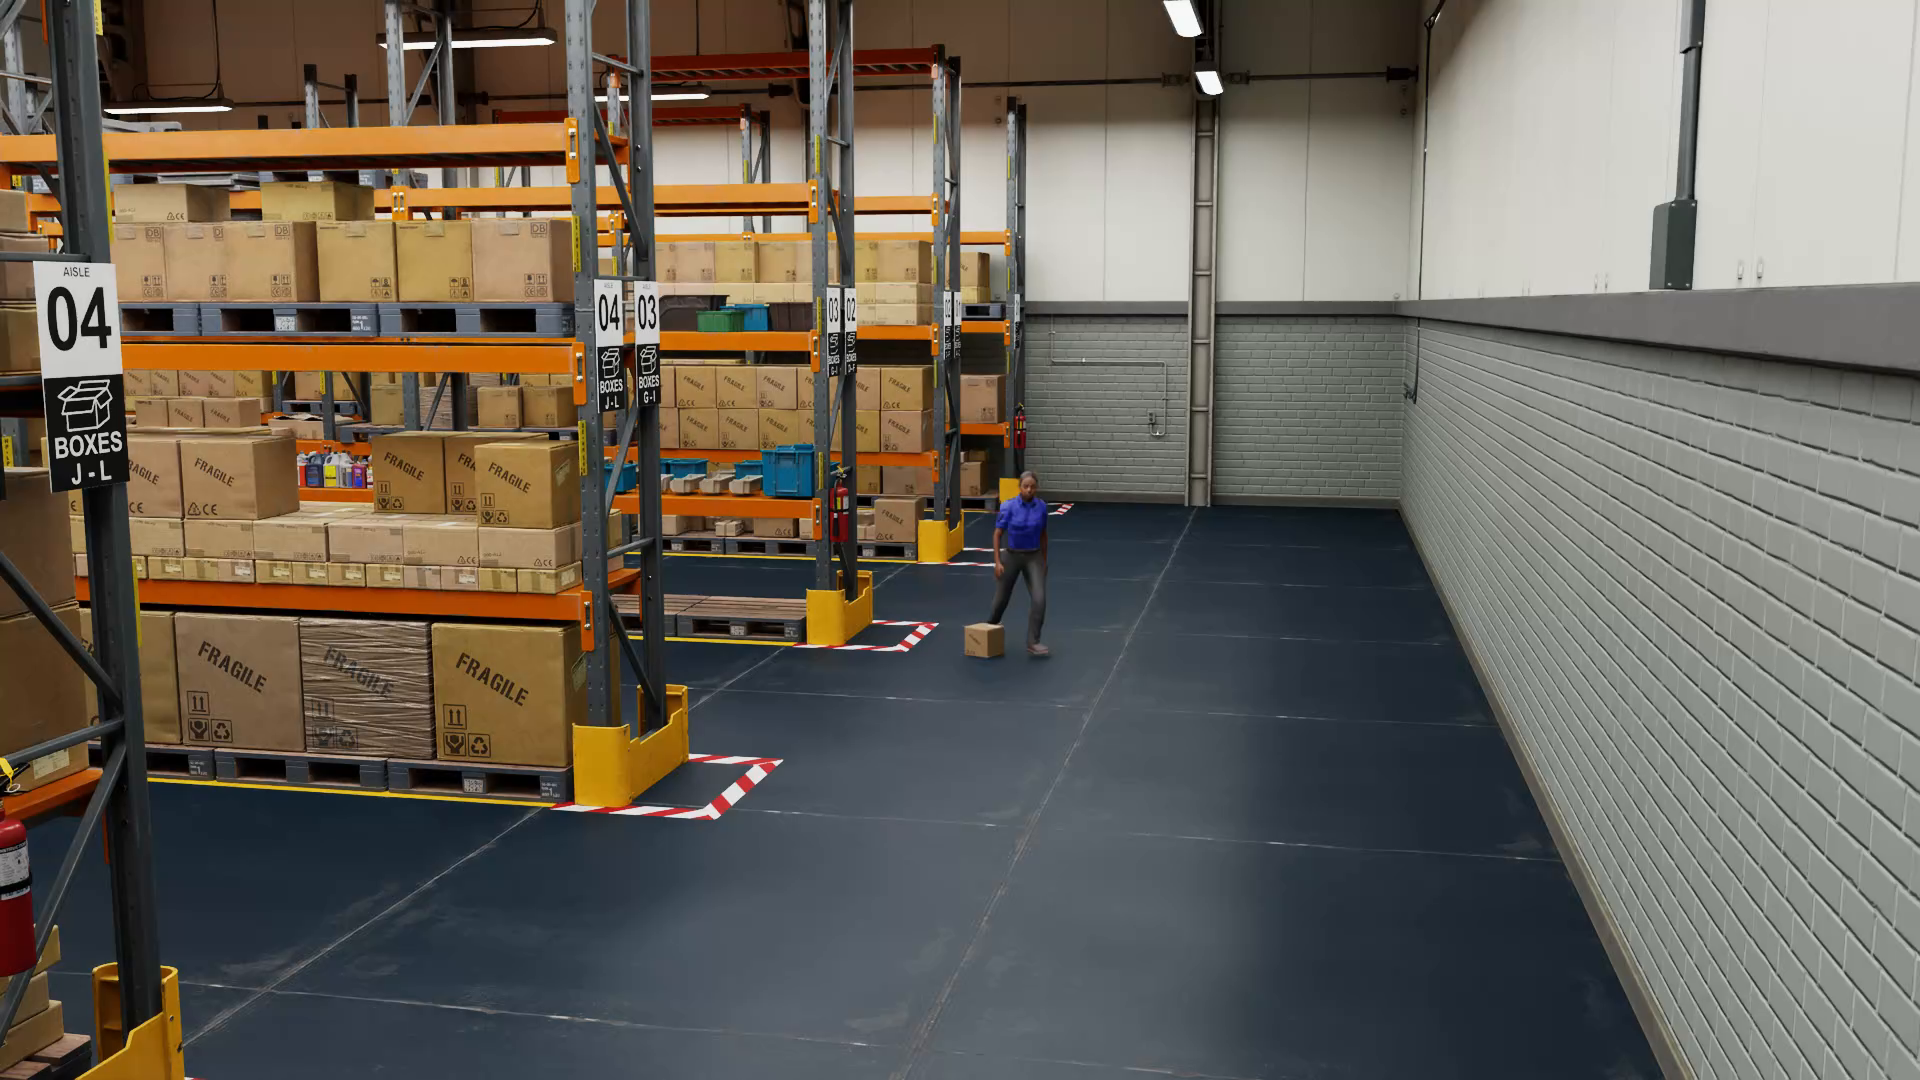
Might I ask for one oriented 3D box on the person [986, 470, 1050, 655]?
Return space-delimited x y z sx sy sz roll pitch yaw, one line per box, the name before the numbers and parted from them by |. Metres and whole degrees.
person | 0.494 0.168 14.655 0.549 1.607 0.768 -2 8 -13
